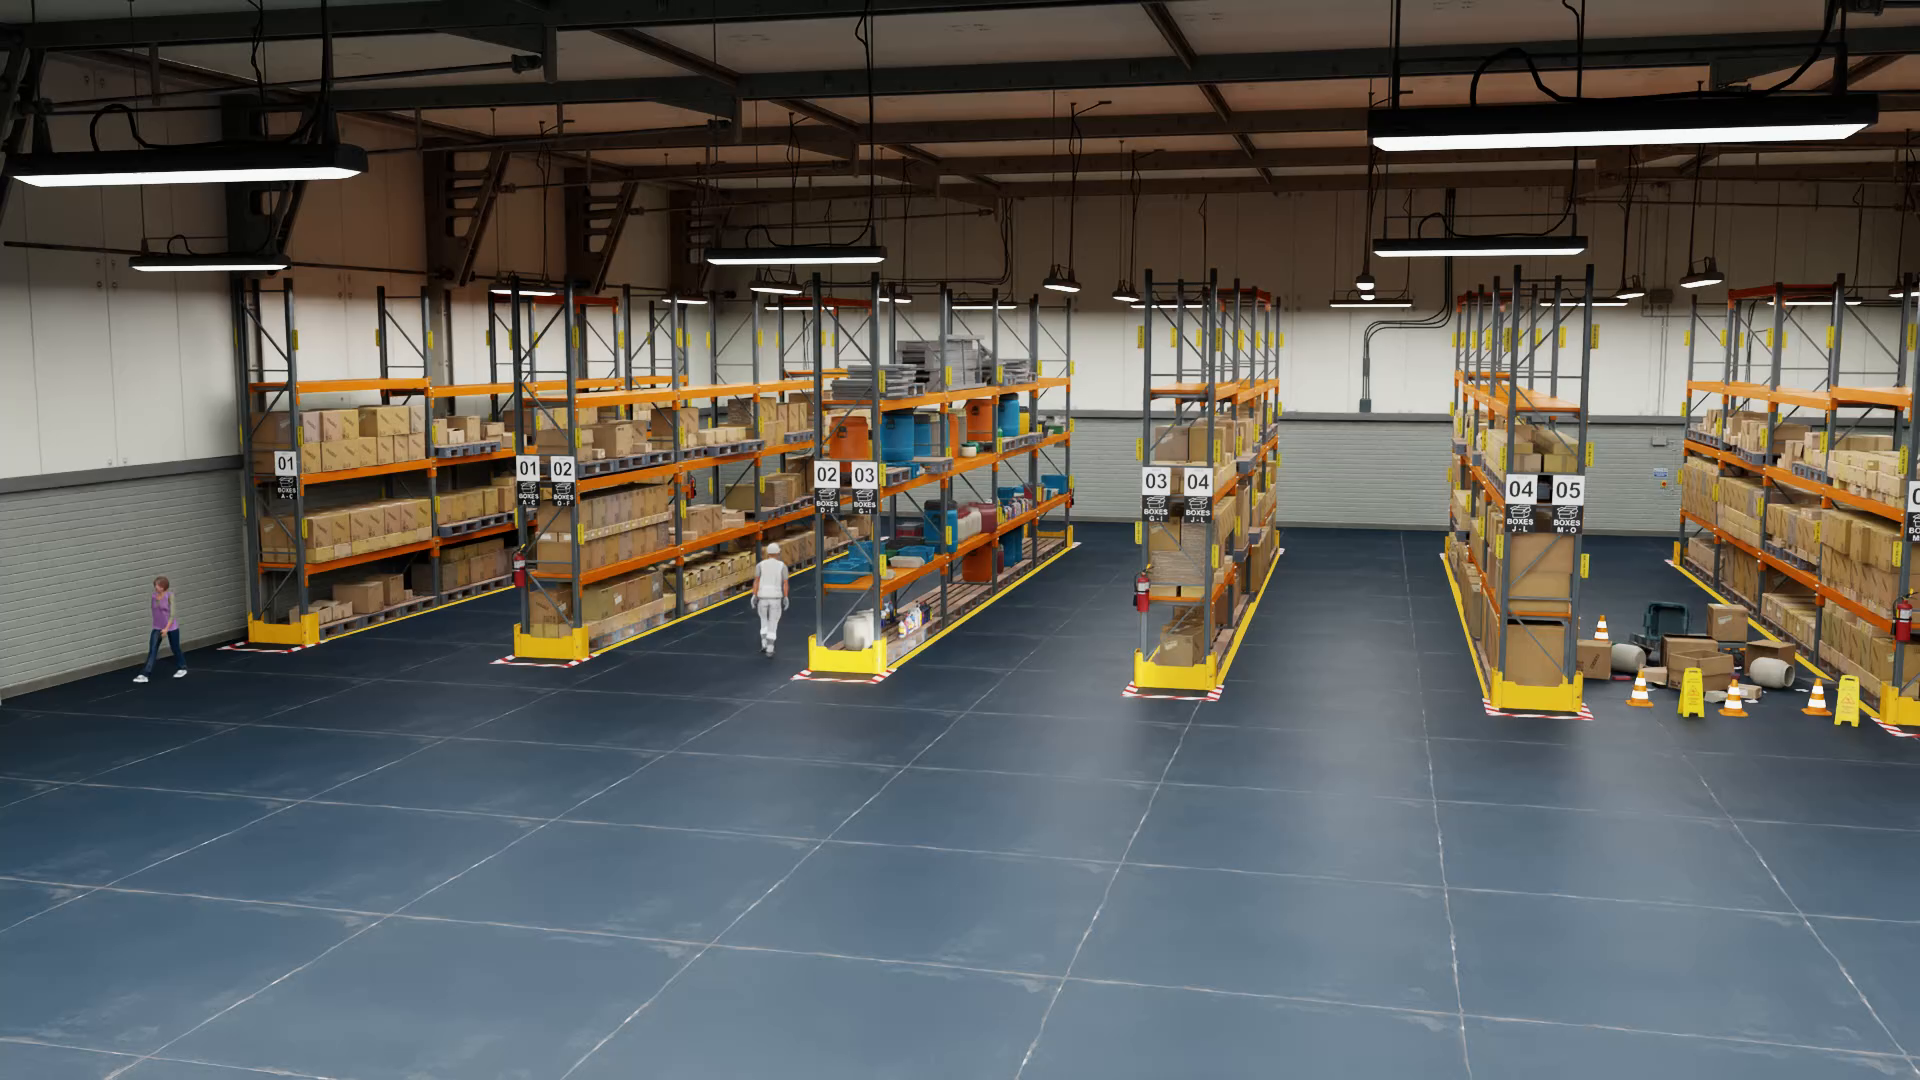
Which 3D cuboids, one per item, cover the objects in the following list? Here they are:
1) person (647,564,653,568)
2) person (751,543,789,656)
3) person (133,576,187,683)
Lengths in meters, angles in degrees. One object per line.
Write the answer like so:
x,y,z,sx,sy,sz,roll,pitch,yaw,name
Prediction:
-6.310,0.112,33.521,0.519,1.736,0.962,1,7,5,person
-3.020,0.959,26.483,0.591,1.804,0.551,0,7,3,person
-11.687,1.310,24.323,0.433,1.532,0.968,0,7,3,person
